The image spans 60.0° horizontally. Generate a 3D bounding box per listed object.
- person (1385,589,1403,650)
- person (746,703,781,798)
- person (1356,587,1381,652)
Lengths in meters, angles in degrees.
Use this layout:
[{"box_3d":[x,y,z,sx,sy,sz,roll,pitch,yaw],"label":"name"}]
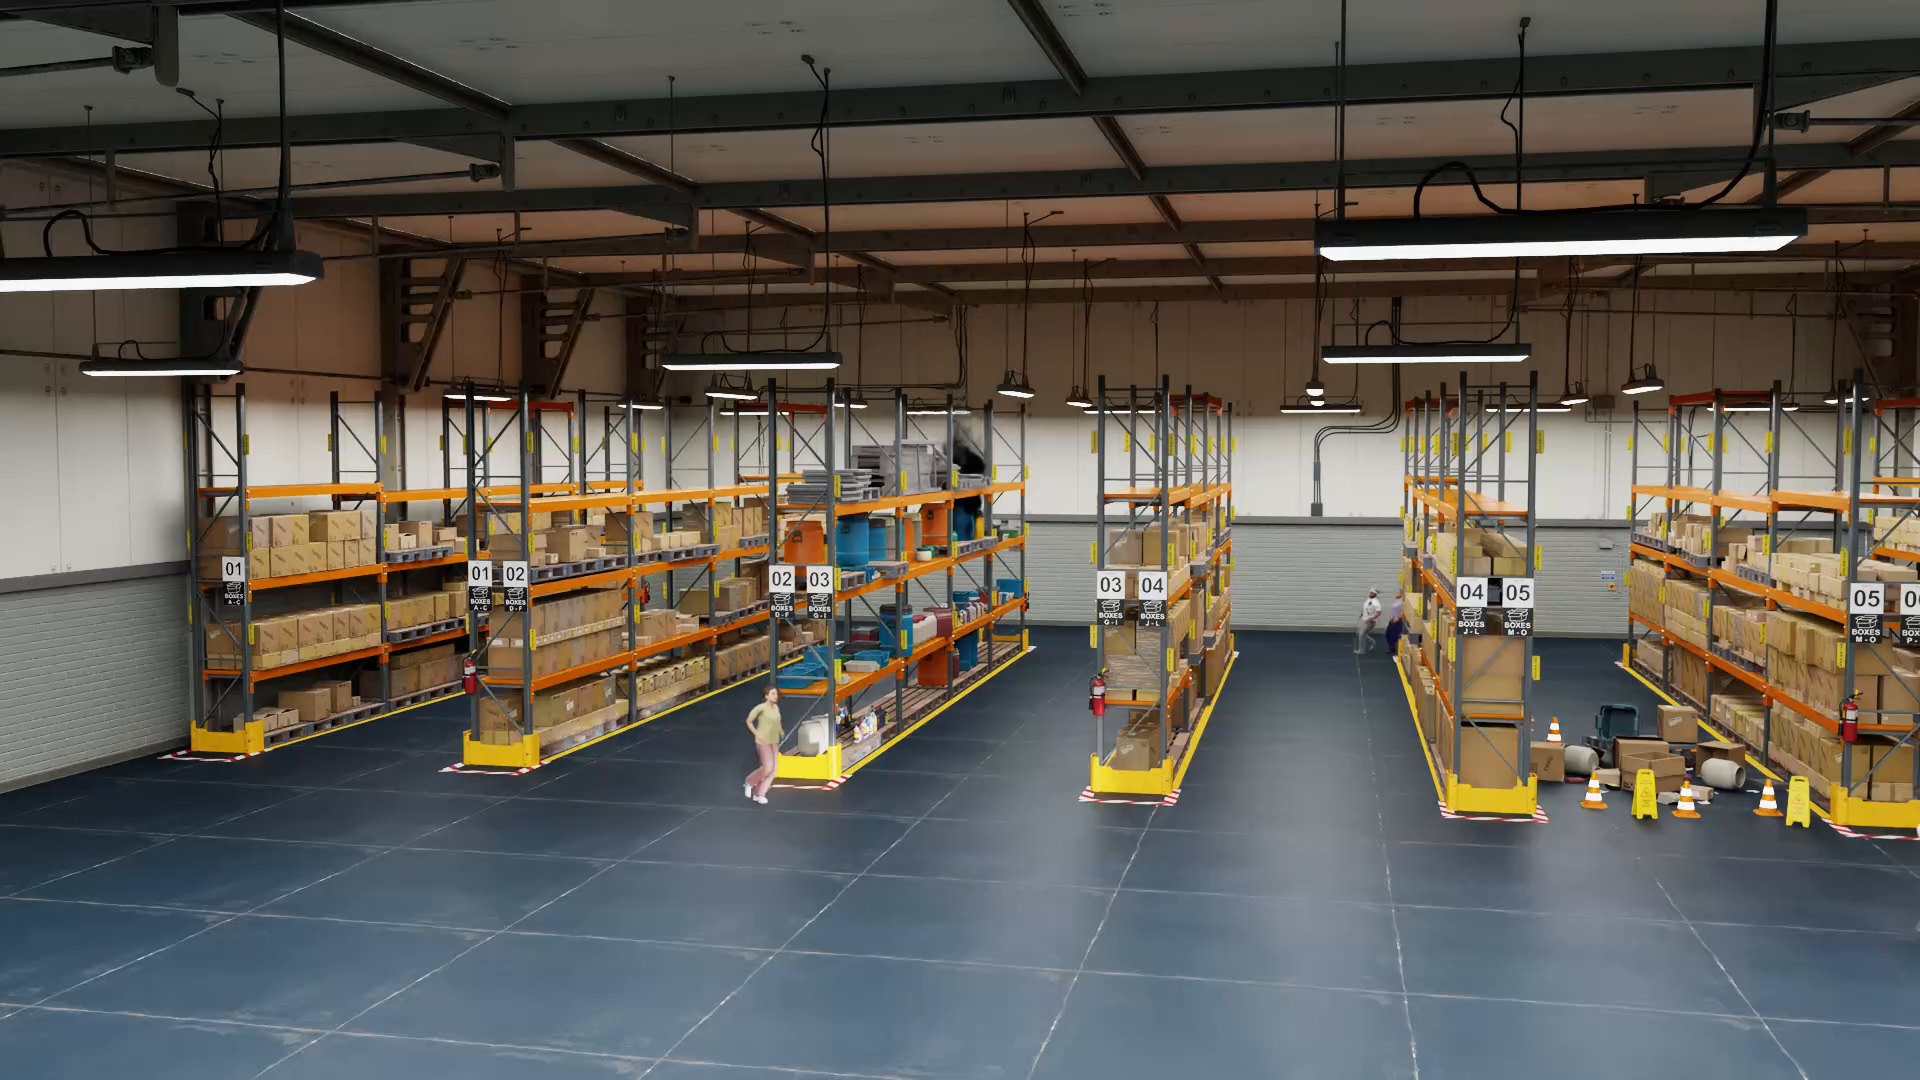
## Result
[{"box_3d":[10.474,1.908,39.686,0.537,1.503,0.642,0,3,-6],"label":"person"},{"box_3d":[-2.702,2.948,23.413,0.481,1.326,0.556,3,4,37],"label":"person"},{"box_3d":[9.720,1.894,39.501,0.459,1.573,0.560,-1,3,-16],"label":"person"}]
